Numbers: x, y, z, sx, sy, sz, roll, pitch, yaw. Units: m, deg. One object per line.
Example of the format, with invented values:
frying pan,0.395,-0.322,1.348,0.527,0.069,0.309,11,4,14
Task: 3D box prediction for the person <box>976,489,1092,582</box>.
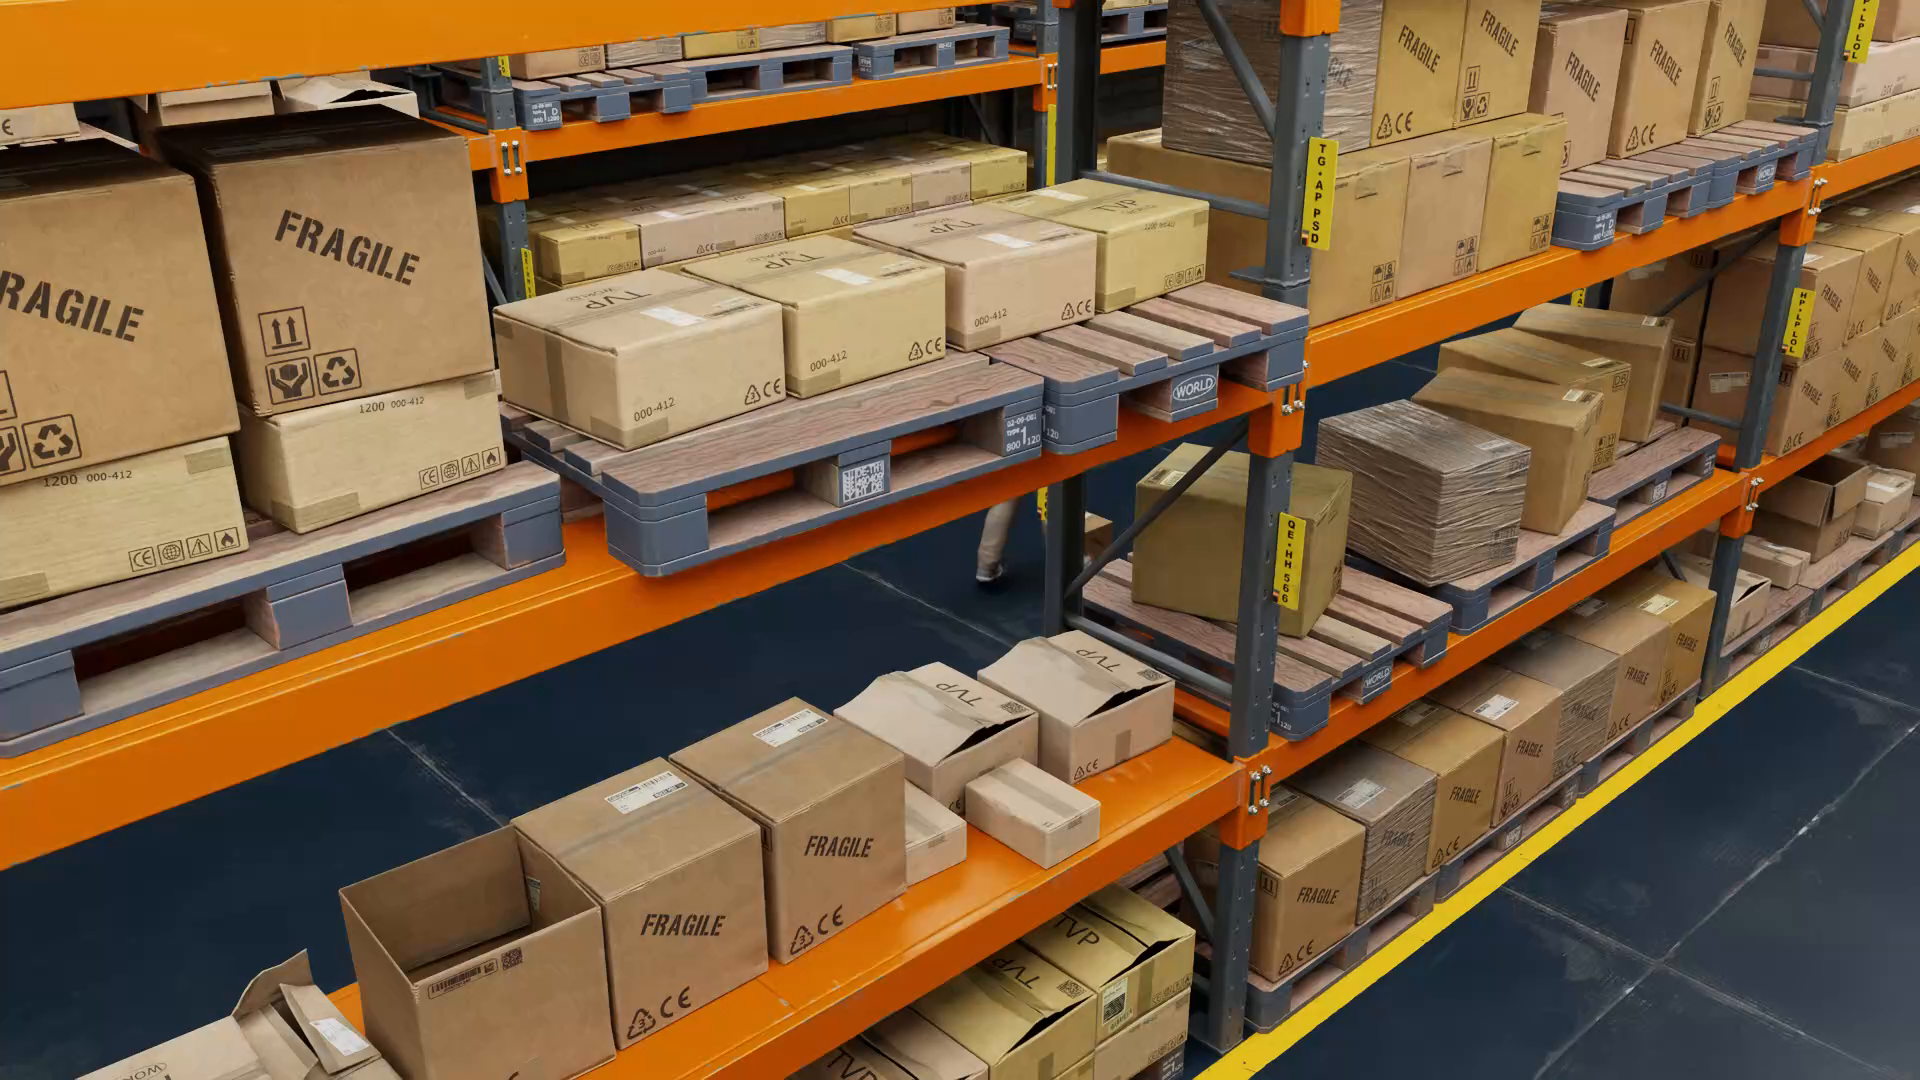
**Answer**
person,0.446,-0.559,9.843,0.778,1.708,0.572,-21,31,-38
